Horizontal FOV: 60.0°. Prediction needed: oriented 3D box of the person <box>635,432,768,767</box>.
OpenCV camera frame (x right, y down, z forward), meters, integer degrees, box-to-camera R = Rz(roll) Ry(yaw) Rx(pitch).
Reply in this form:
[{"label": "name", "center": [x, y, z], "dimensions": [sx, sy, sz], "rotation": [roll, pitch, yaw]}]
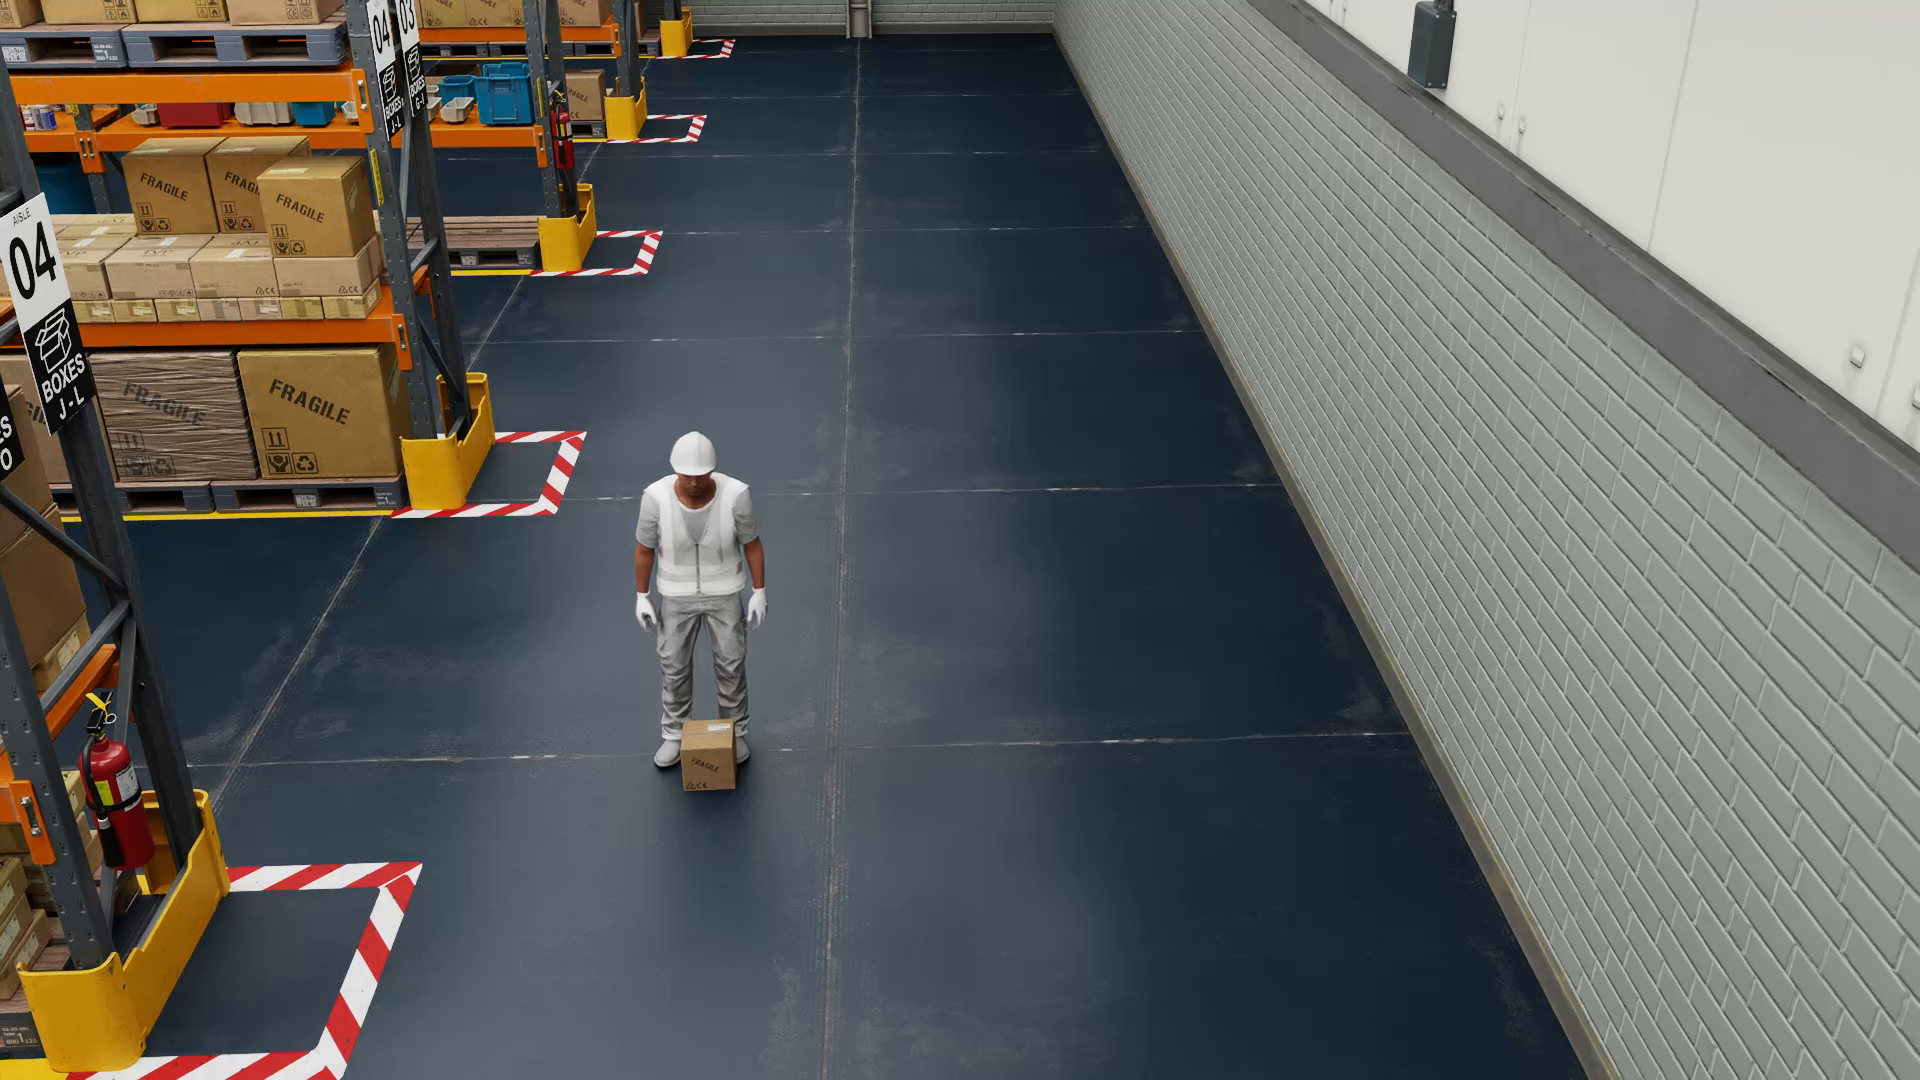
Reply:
[{"label": "person", "center": [-1.252, 0.280, 8.064], "dimensions": [0.633, 1.775, 0.446], "rotation": [-2, 27, -5]}]
